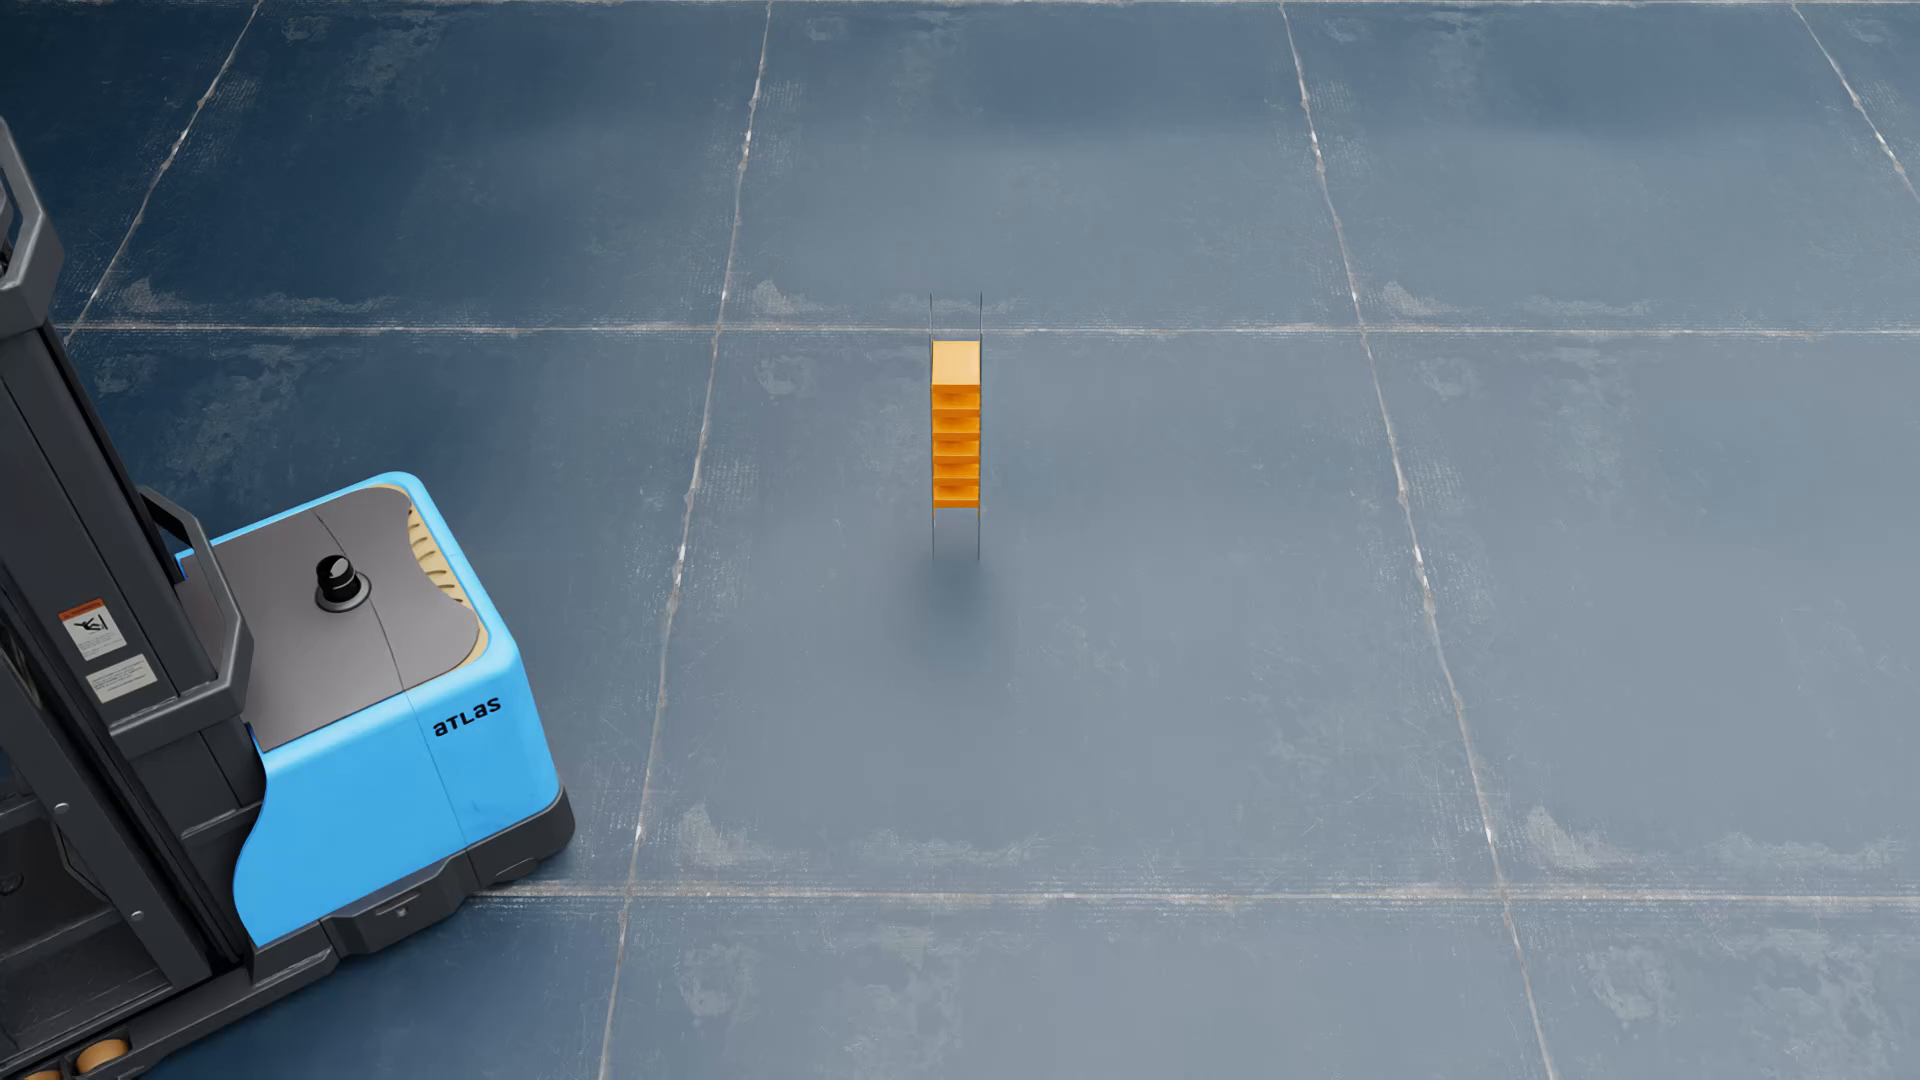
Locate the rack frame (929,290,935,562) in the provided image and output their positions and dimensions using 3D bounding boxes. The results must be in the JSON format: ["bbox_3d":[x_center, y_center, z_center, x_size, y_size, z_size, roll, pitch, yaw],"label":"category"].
[{"bbox_3d":[-0.106,-0.409,6.392,0.006,1.200,0.240,0,47,0],"label":"rack frame"}]

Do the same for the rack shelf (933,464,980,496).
[{"bbox_3d":[-0.014,-0.297,6.512,0.180,0.103,0.258,0,47,0],"label":"rack shelf"}]

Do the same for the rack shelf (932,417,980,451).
[{"bbox_3d":[-0.014,-0.460,6.336,0.180,0.103,0.258,0,47,0],"label":"rack shelf"}]

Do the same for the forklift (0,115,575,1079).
[{"bbox_3d":[-2.860,0.355,4.498,3.031,2.935,1.130,-25,52,-21],"label":"forklift"}]

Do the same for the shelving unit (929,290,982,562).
[{"bbox_3d":[-0.014,-0.409,6.392,0.189,1.200,0.258,0,47,0],"label":"shelving unit"}]

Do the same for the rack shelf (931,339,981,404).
[{"bbox_3d":[-0.014,-0.624,6.161,0.180,0.103,0.258,0,47,0],"label":"rack shelf"}]

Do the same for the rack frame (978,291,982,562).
[{"bbox_3d":[0.077,-0.409,6.391,0.006,1.200,0.240,0,47,0],"label":"rack frame"}]

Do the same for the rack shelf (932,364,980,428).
[{"bbox_3d":[-0.014,-0.542,6.248,0.180,0.103,0.258,0,47,0],"label":"rack shelf"}]

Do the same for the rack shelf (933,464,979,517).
[{"bbox_3d":[-0.014,-0.215,6.600,0.180,0.103,0.258,0,47,0],"label":"rack shelf"}]

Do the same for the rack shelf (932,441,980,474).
[{"bbox_3d":[-0.014,-0.379,6.424,0.180,0.103,0.258,0,47,0],"label":"rack shelf"}]
